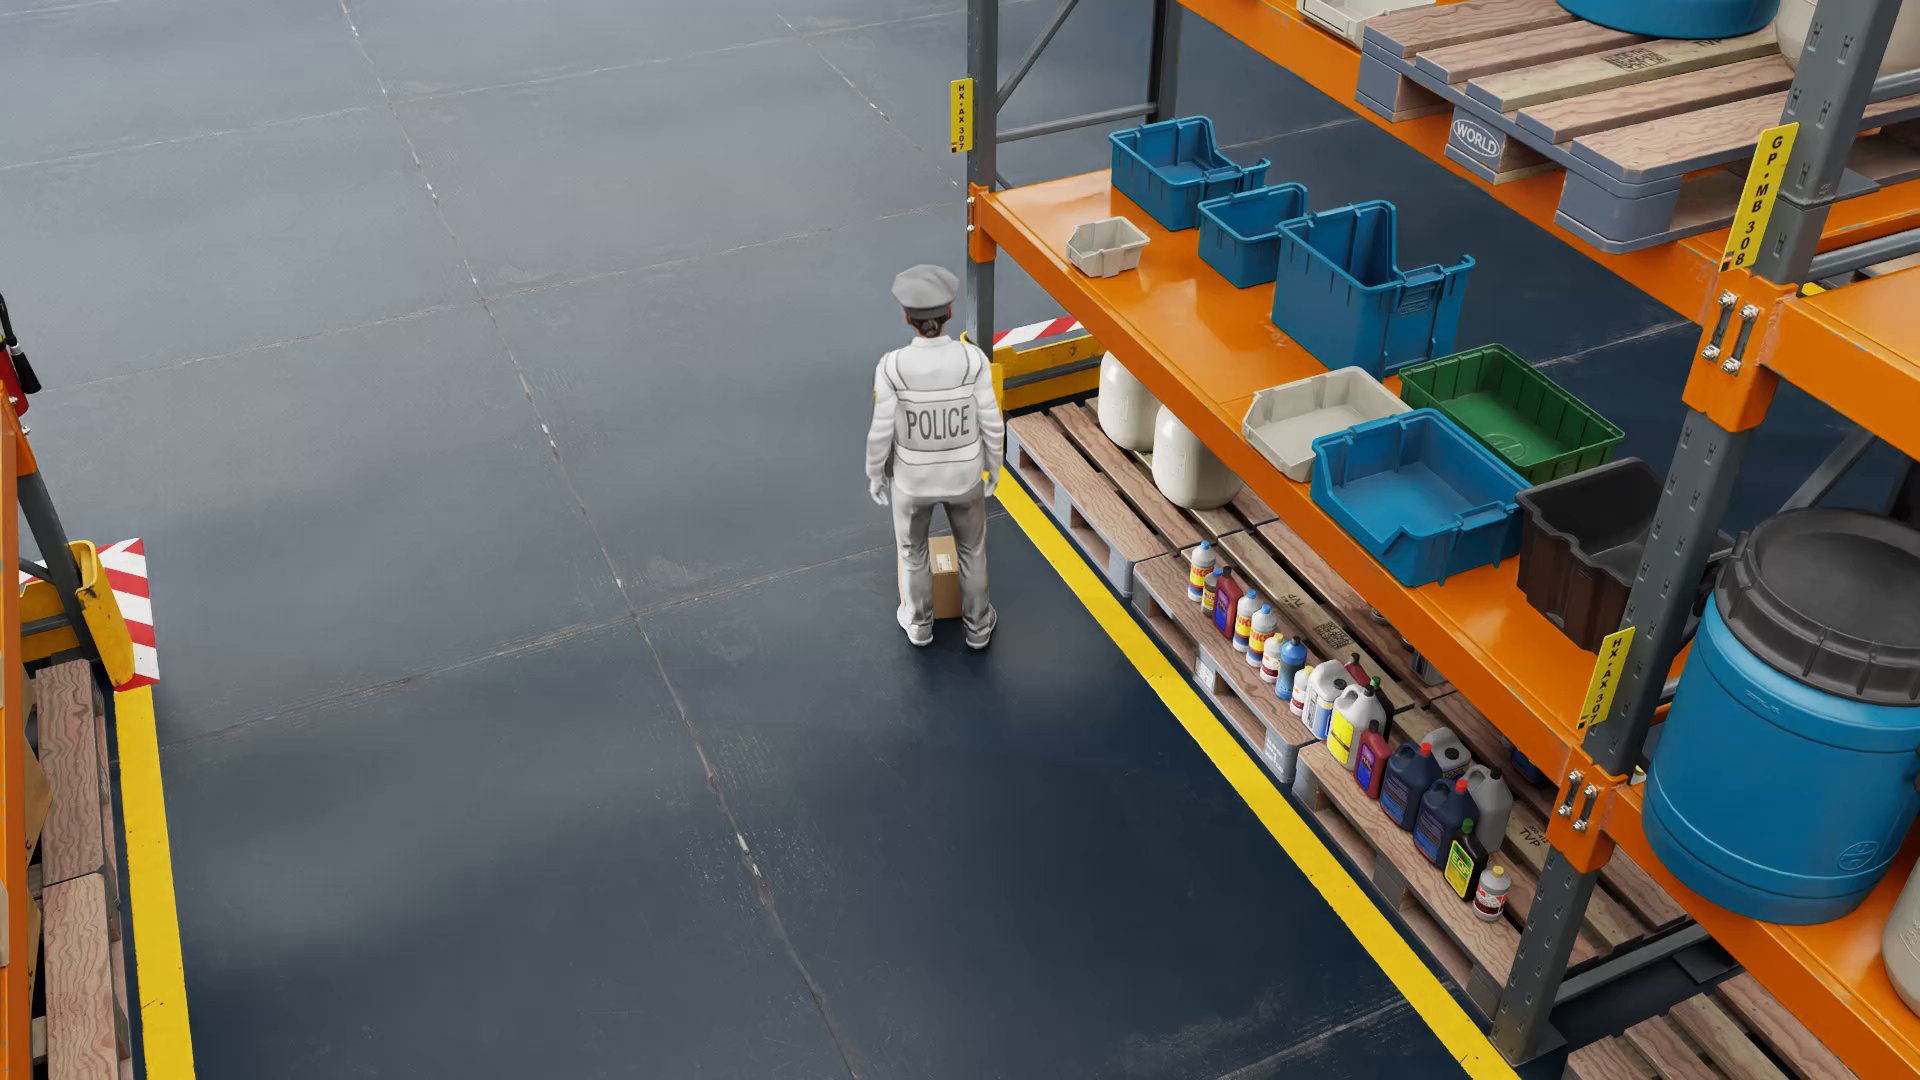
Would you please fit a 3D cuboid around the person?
[{"bbox_3d":[-0.097,-0.263,6.490,0.535,1.663,0.404,-4,38,-6],"label":"person"}]
